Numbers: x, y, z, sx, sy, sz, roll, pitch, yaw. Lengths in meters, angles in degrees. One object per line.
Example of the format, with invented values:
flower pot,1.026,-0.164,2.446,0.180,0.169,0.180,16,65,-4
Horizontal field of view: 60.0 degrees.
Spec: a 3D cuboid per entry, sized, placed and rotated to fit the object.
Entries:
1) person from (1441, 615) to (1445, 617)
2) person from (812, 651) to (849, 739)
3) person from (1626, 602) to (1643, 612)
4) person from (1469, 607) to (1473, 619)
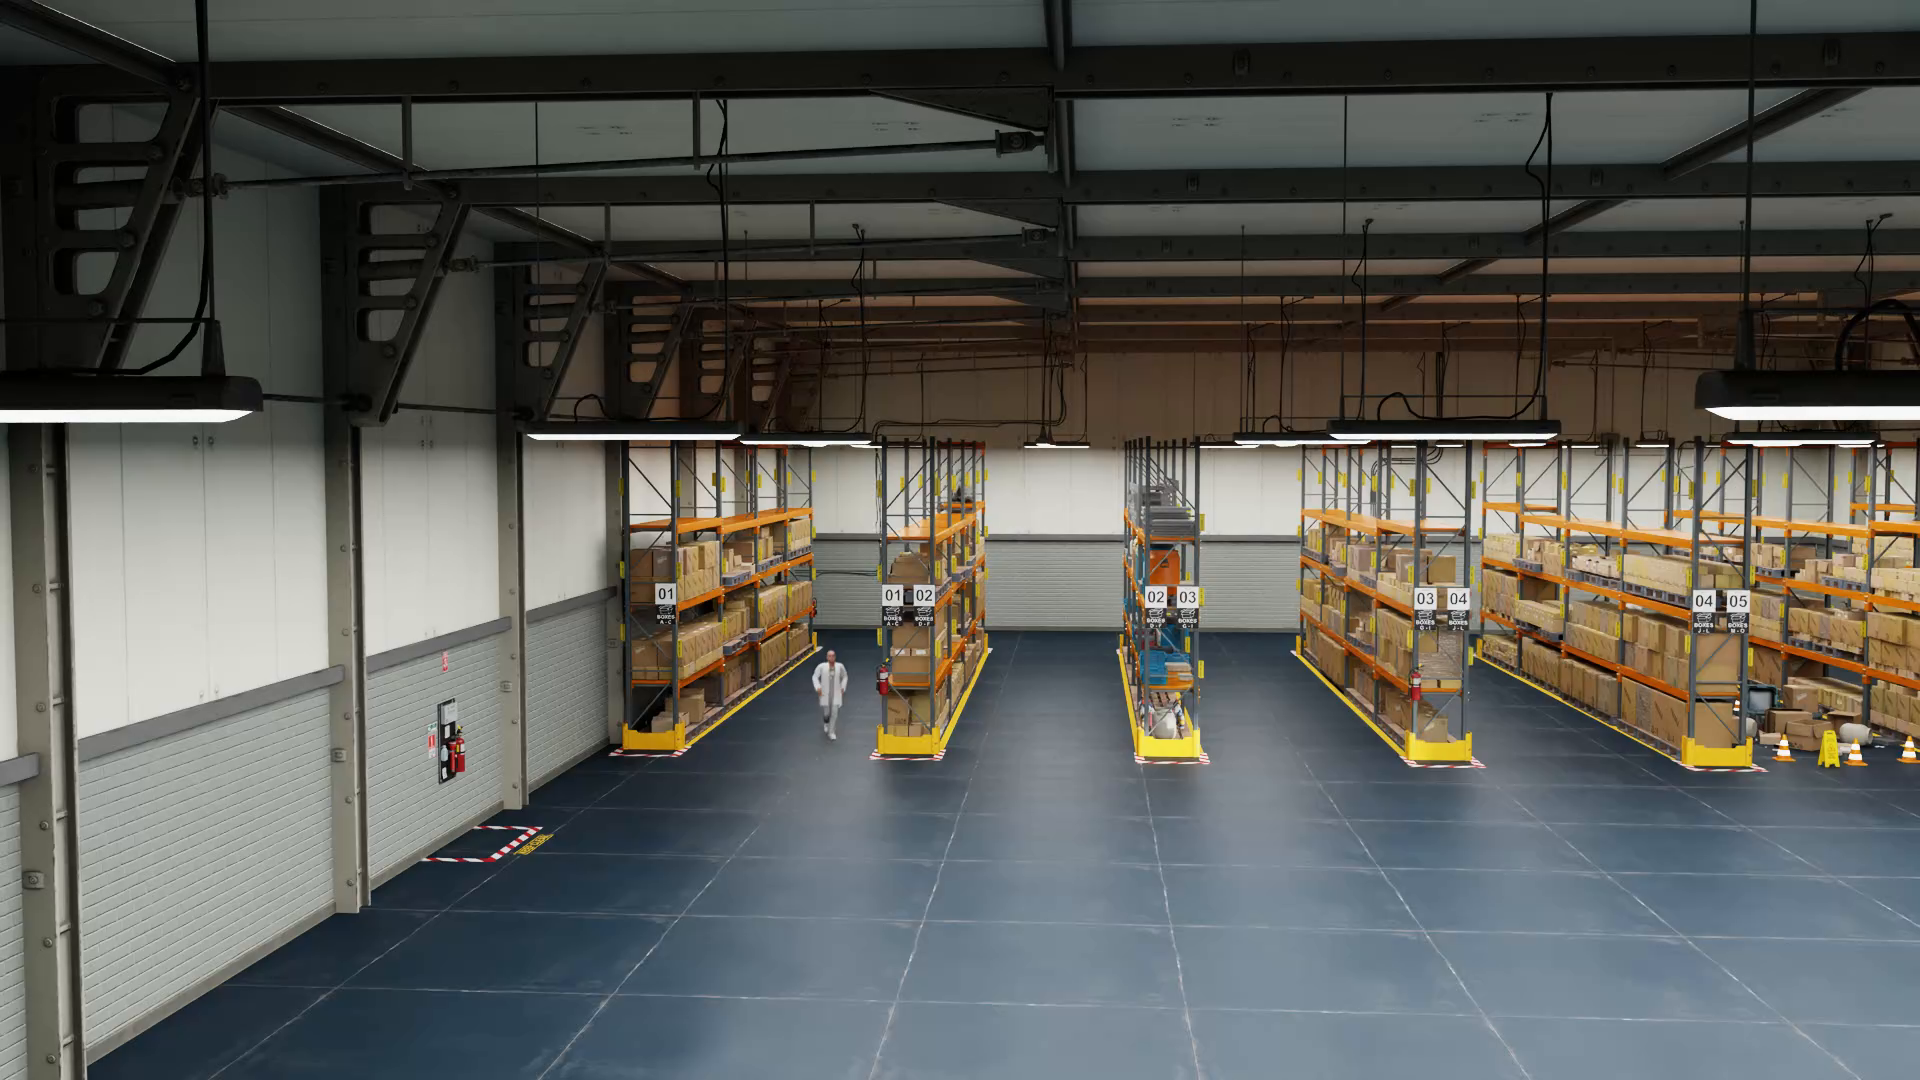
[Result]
person,13.218,2.440,46.522,0.675,1.588,0.554,1,3,25
person,-2.587,3.099,33.280,0.723,1.707,0.673,0,3,-8
person,19.143,2.308,47.433,0.930,1.750,0.737,1,3,10
person,14.199,2.332,47.073,0.777,1.746,0.725,-1,3,-25
